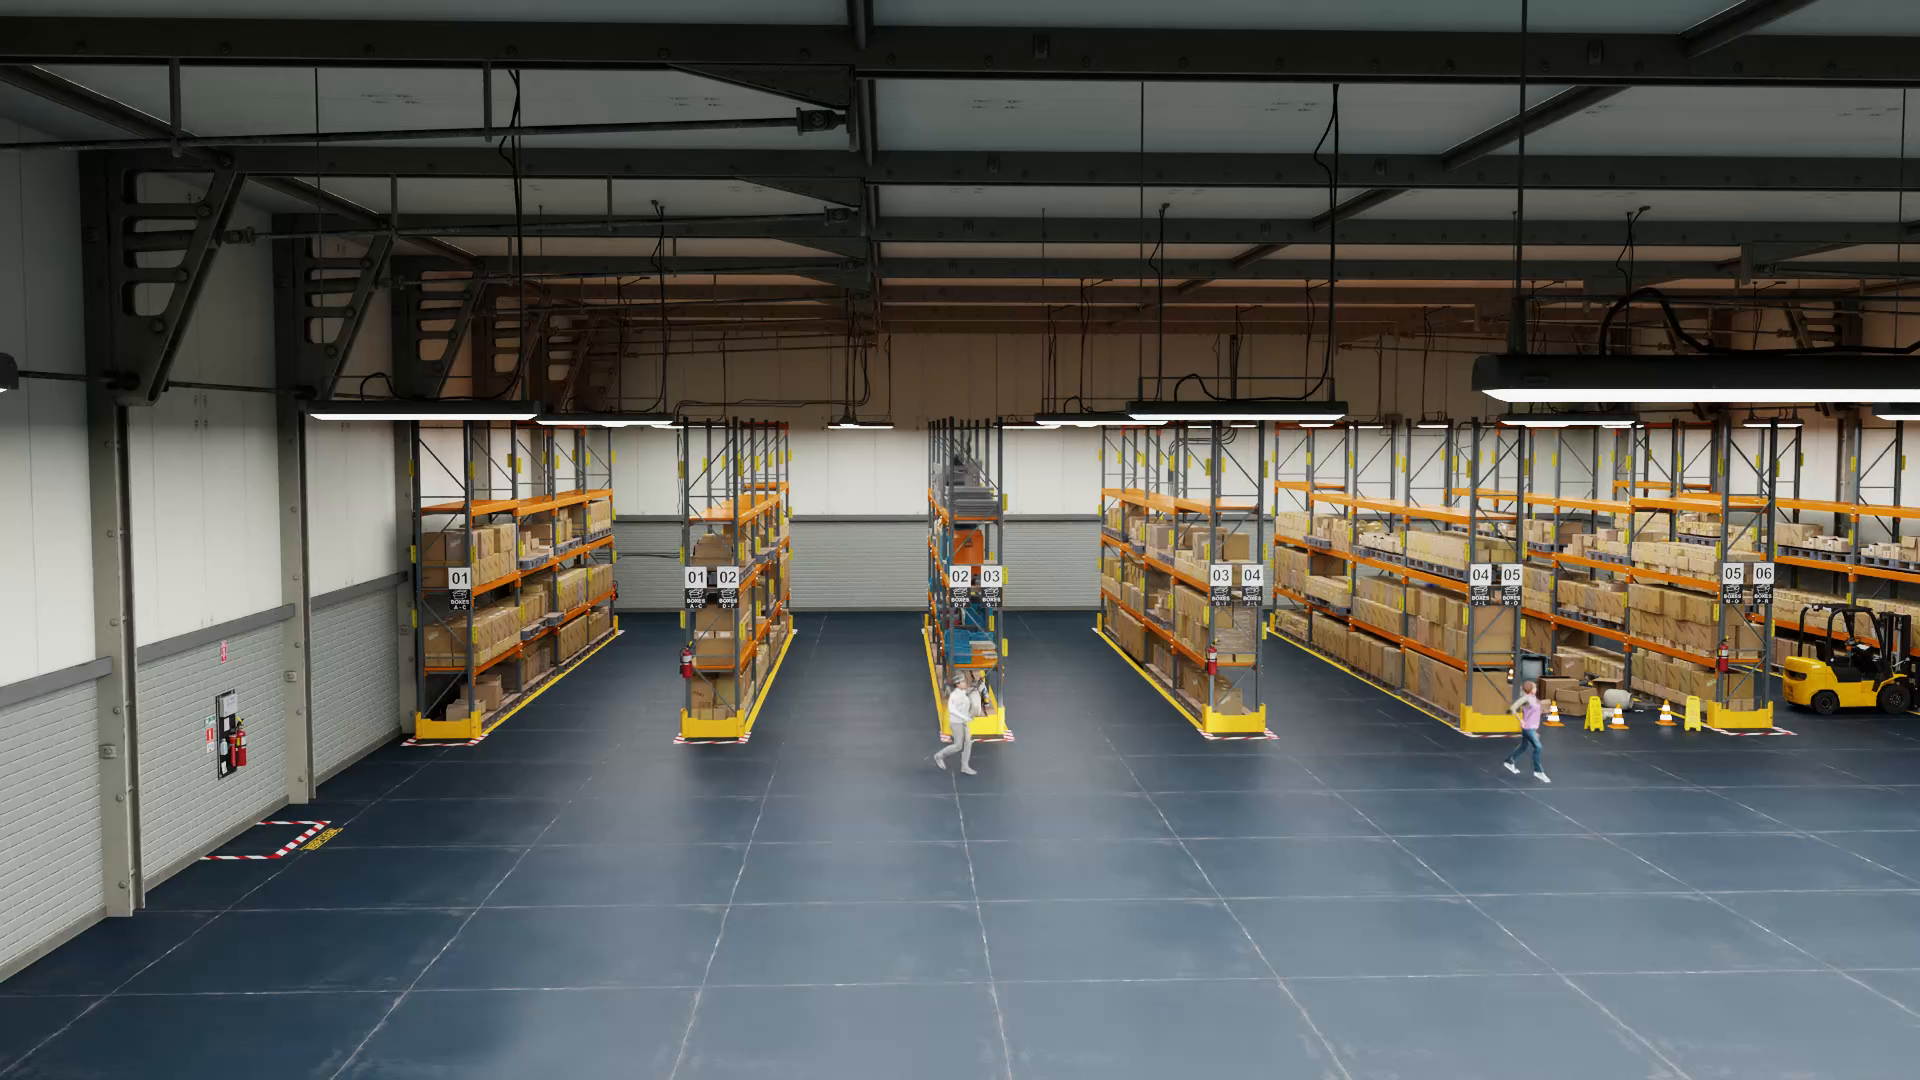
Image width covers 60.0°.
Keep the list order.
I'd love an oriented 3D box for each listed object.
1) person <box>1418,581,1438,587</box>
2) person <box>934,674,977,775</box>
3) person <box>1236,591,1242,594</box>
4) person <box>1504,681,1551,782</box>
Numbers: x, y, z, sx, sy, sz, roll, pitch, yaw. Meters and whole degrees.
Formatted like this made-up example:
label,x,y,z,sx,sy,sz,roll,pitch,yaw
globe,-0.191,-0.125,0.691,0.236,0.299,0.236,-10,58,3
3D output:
label,x,y,z,sx,sy,sz,roll,pitch,yaw
person,13.893,1.693,49.311,0.688,1.697,0.576,0,4,3
person,-0.058,3.072,27.871,0.737,1.696,0.644,1,4,21
person,7.764,1.871,46.699,0.659,1.628,0.817,0,4,1
person,9.346,3.122,27.367,0.777,1.630,0.518,3,4,34
